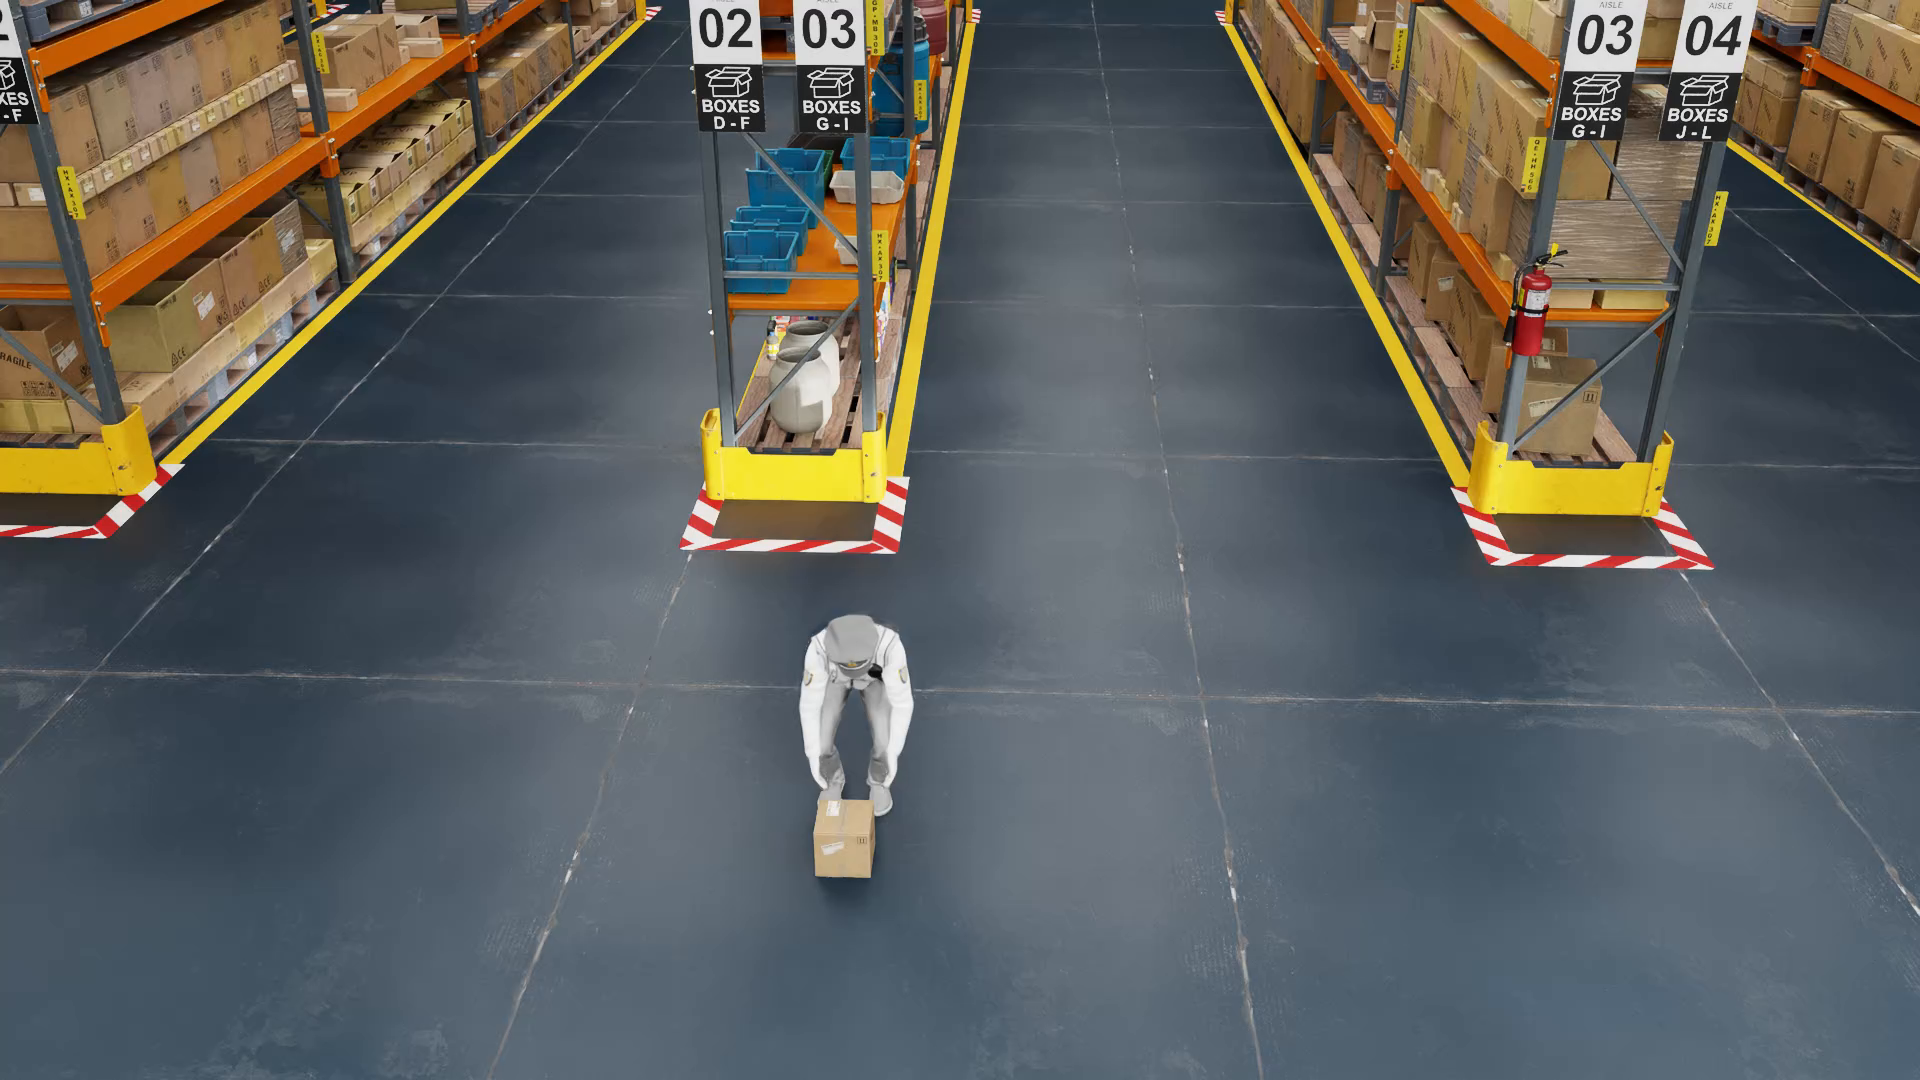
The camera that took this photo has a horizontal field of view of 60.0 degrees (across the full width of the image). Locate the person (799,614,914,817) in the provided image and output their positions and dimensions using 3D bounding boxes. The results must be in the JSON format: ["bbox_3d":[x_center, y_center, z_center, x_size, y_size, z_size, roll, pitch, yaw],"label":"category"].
[{"bbox_3d":[-0.469,0.760,7.720,0.522,1.180,0.796,1,28,2],"label":"person"}]
